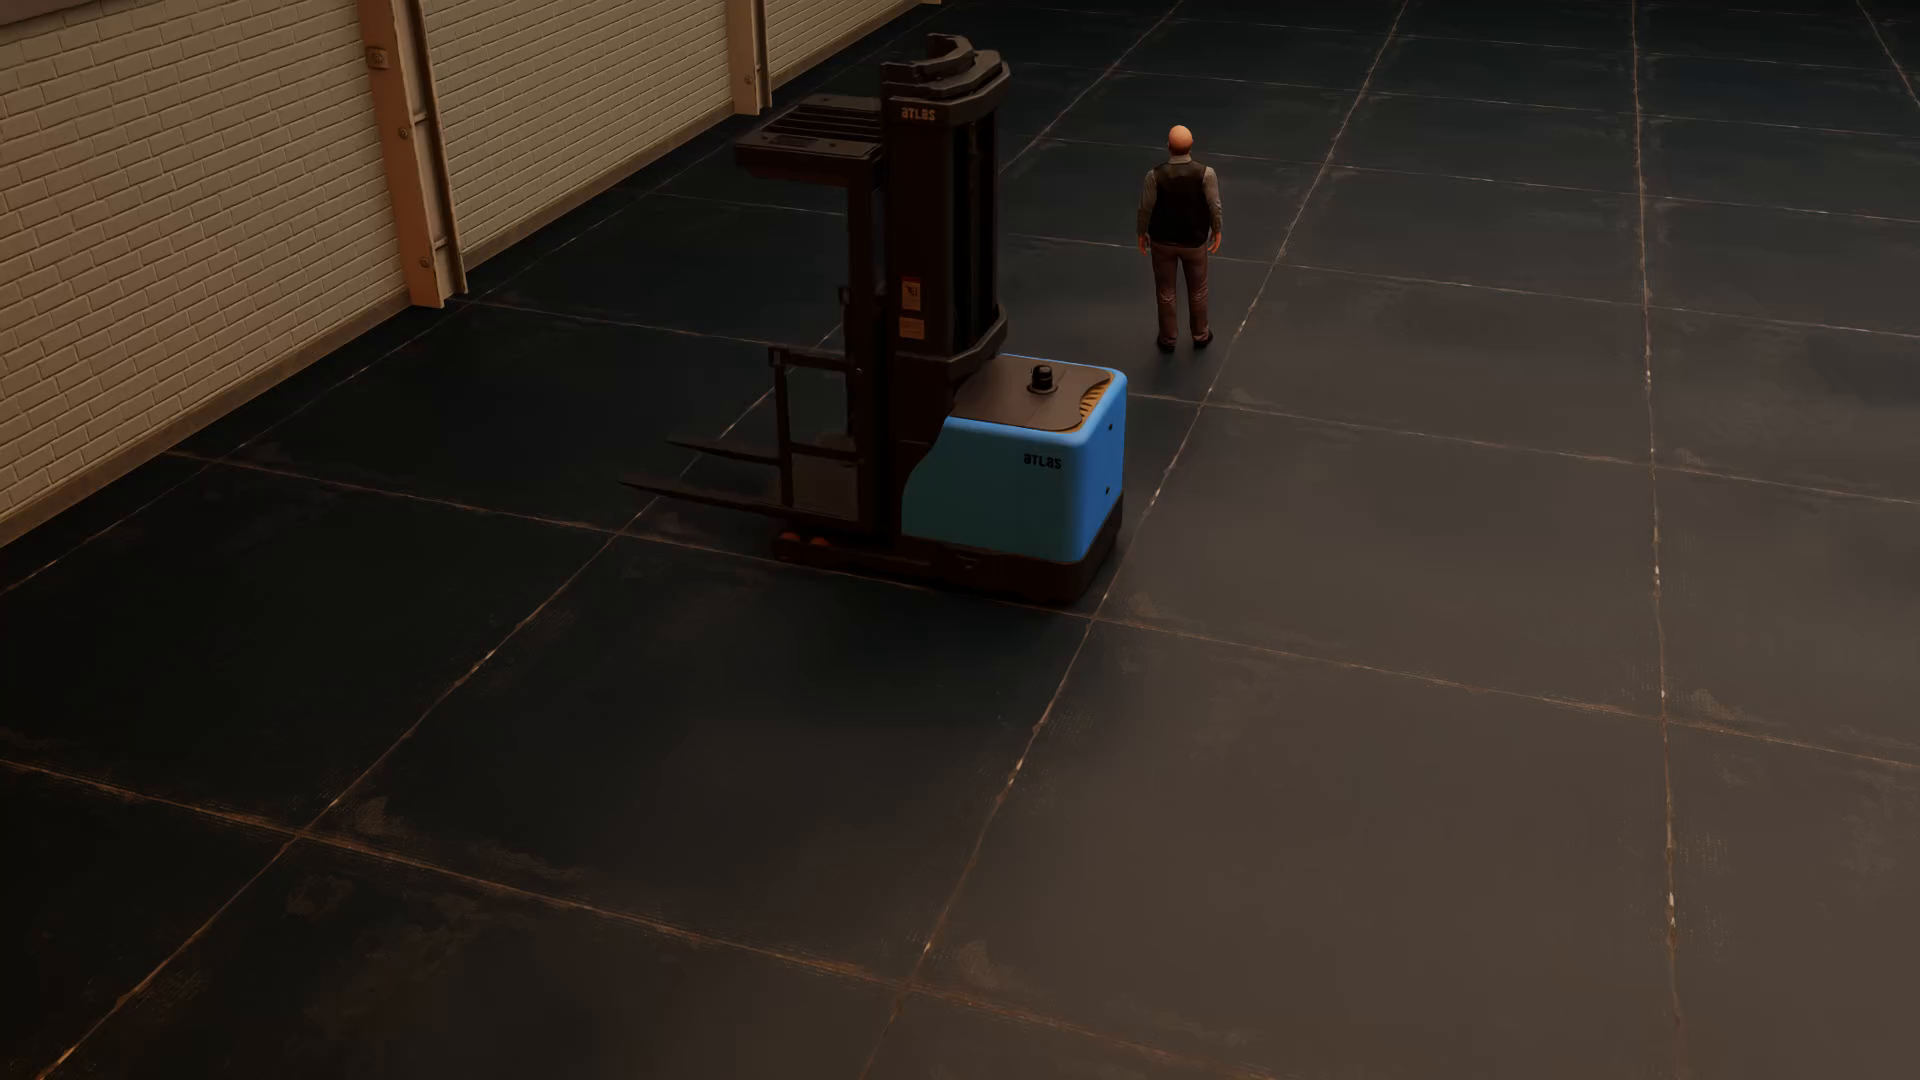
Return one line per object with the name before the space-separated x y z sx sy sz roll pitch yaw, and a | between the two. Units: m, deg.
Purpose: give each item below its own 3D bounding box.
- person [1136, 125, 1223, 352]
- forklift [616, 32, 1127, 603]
person | 1.613 -2.226 12.248 0.632 1.720 0.569 3 30 6
forklift | -0.591 -1.352 9.508 3.031 2.935 1.130 10 31 17
